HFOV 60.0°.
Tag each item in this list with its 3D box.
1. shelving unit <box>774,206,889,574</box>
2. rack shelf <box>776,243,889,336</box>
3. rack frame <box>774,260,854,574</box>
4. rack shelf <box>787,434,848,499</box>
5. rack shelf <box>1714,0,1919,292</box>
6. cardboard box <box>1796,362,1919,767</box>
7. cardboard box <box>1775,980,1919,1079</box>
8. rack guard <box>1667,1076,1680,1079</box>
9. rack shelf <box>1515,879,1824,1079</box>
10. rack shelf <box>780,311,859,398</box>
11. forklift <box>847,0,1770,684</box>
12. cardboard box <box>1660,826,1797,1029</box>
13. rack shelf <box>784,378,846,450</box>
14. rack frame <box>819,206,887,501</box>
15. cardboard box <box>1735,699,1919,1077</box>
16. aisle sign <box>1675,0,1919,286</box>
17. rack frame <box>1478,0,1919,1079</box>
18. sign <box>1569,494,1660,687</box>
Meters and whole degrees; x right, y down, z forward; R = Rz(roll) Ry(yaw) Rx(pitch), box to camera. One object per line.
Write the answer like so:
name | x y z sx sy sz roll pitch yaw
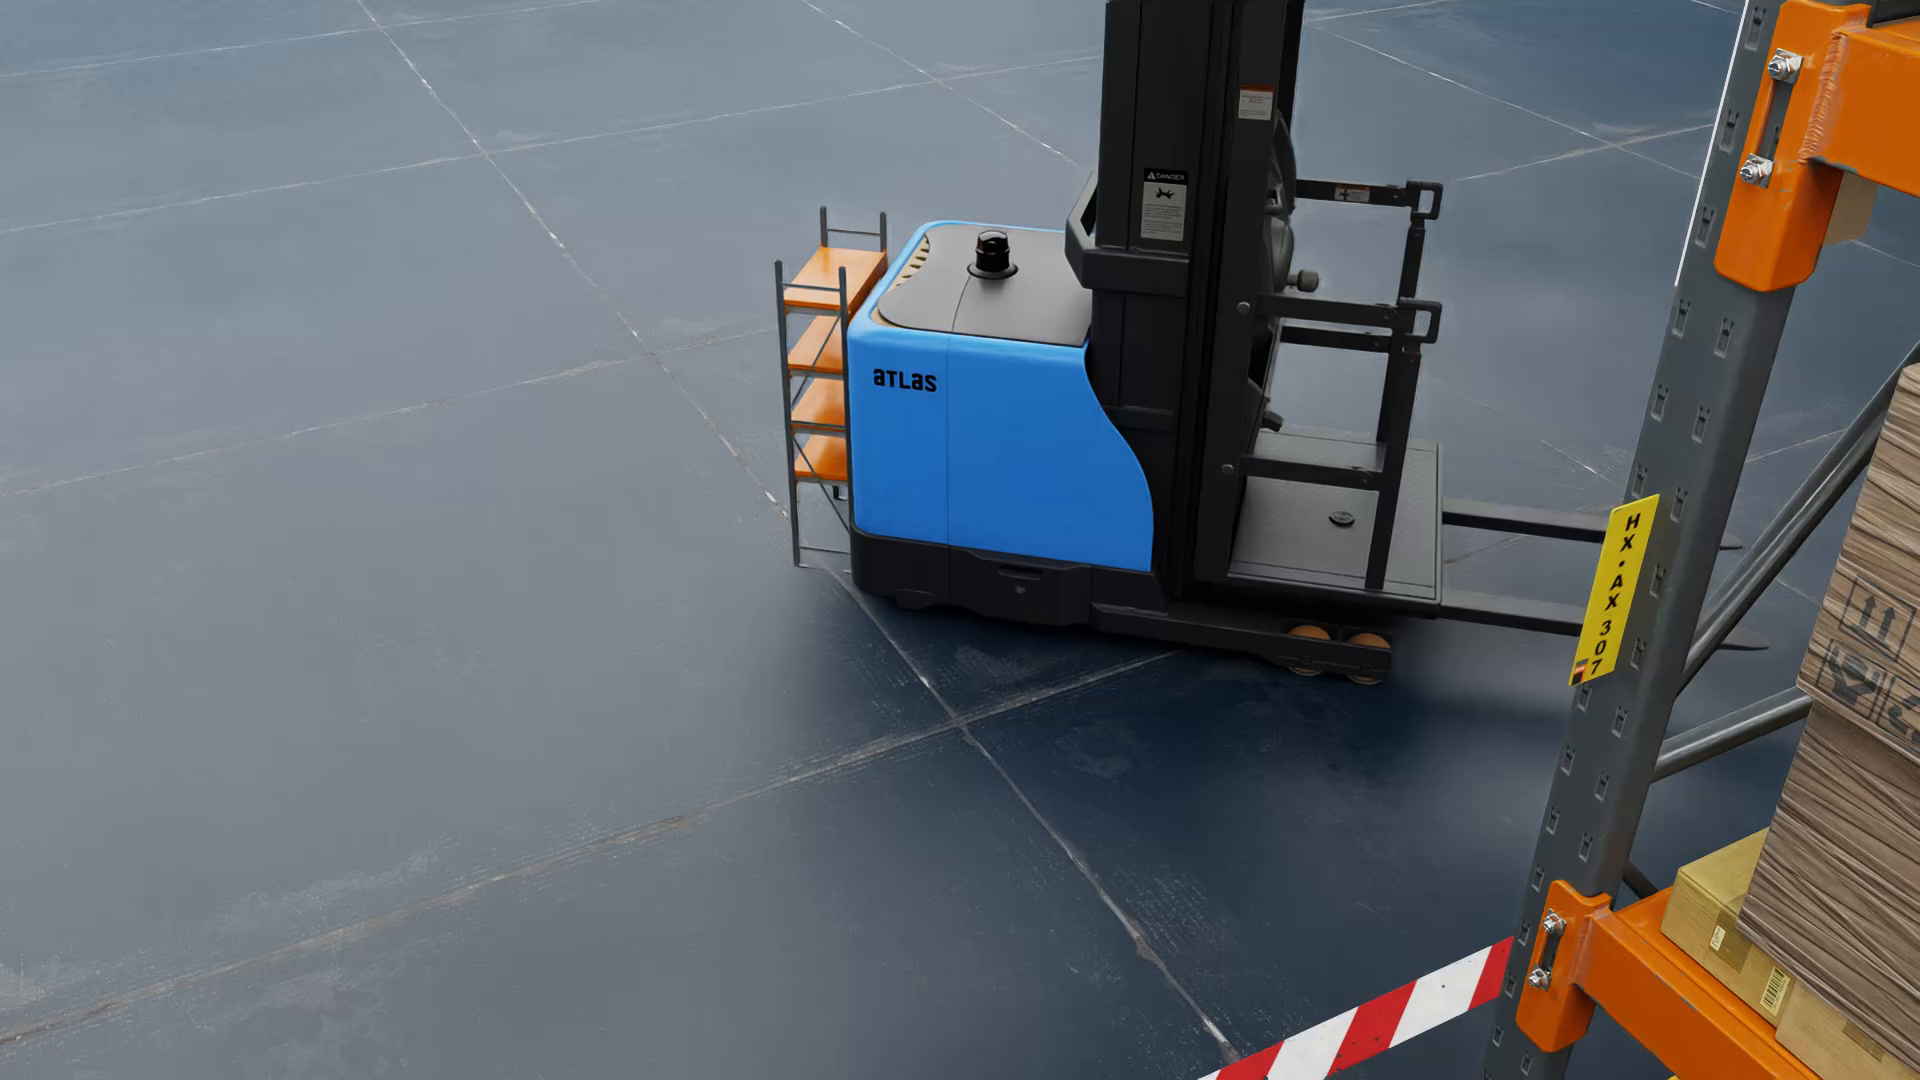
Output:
shelving unit | -0.434 -0.525 5.957 0.258 1.200 0.503 7 33 11
rack shelf | -0.434 -0.856 5.745 0.258 0.148 0.480 7 33 11
rack frame | -0.490 -0.397 5.757 0.240 1.200 0.015 7 33 11
rack shelf | -0.434 -0.301 6.101 0.258 0.148 0.480 7 33 11
rack shelf | 2.413 0.303 0.883 1.077 0.370 4.000 -16 36 -23
cardboard box | 1.495 0.051 2.094 0.500 0.500 0.500 -16 36 -23
cardboard box | 1.502 0.734 2.556 0.380 0.149 0.250 -16 36 -23
rack guard | 1.516 1.397 3.606 1.175 0.500 0.348 -16 36 -23
rack shelf | 2.413 1.566 1.692 1.077 0.370 4.000 -16 36 -23
rack shelf | -0.434 -0.657 5.873 0.258 0.148 0.480 7 33 11
forklift | 1.193 -1.074 5.210 3.031 2.935 1.130 8 33 12
cardboard box | 1.402 0.610 2.750 0.380 0.149 0.250 -16 36 -23
rack shelf | -0.434 -0.468 5.993 0.258 0.148 0.480 7 33 11
rack frame | -0.377 -0.653 6.157 0.240 1.200 0.015 7 33 11
cardboard box | 1.712 0.410 2.460 0.875 0.500 0.500 -16 36 -23
aisle sign | 1.186 -0.740 2.215 0.394 0.787 0.004 -16 36 -23
rack frame | 1.477 0.309 2.987 0.949 2.616 0.053 -16 36 -23
sign | 1.000 0.080 2.541 0.100 0.325 0.005 -16 36 -23
